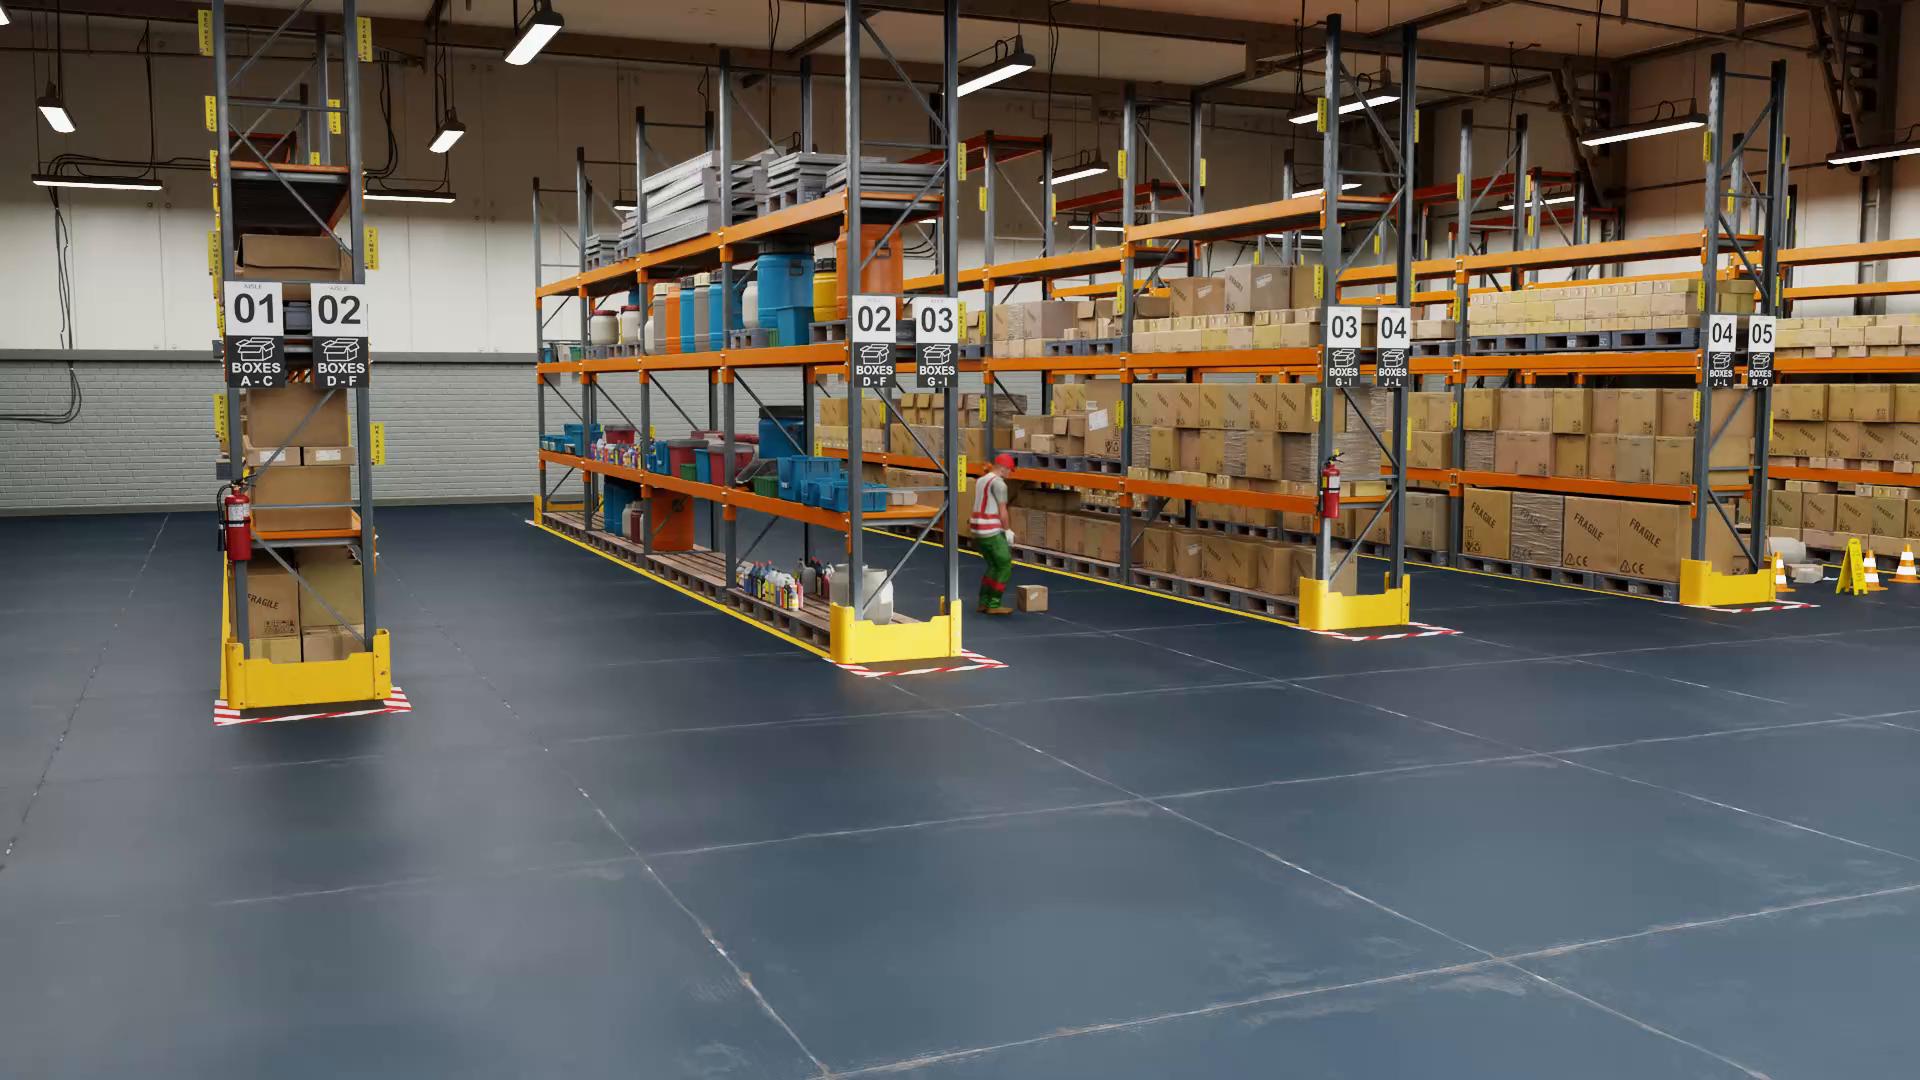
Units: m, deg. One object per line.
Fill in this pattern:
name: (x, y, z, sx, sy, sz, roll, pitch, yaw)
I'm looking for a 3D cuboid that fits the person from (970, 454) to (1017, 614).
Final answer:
person: (0.369, -0.072, 17.846, 0.516, 1.698, 0.554, -2, 6, -22)
